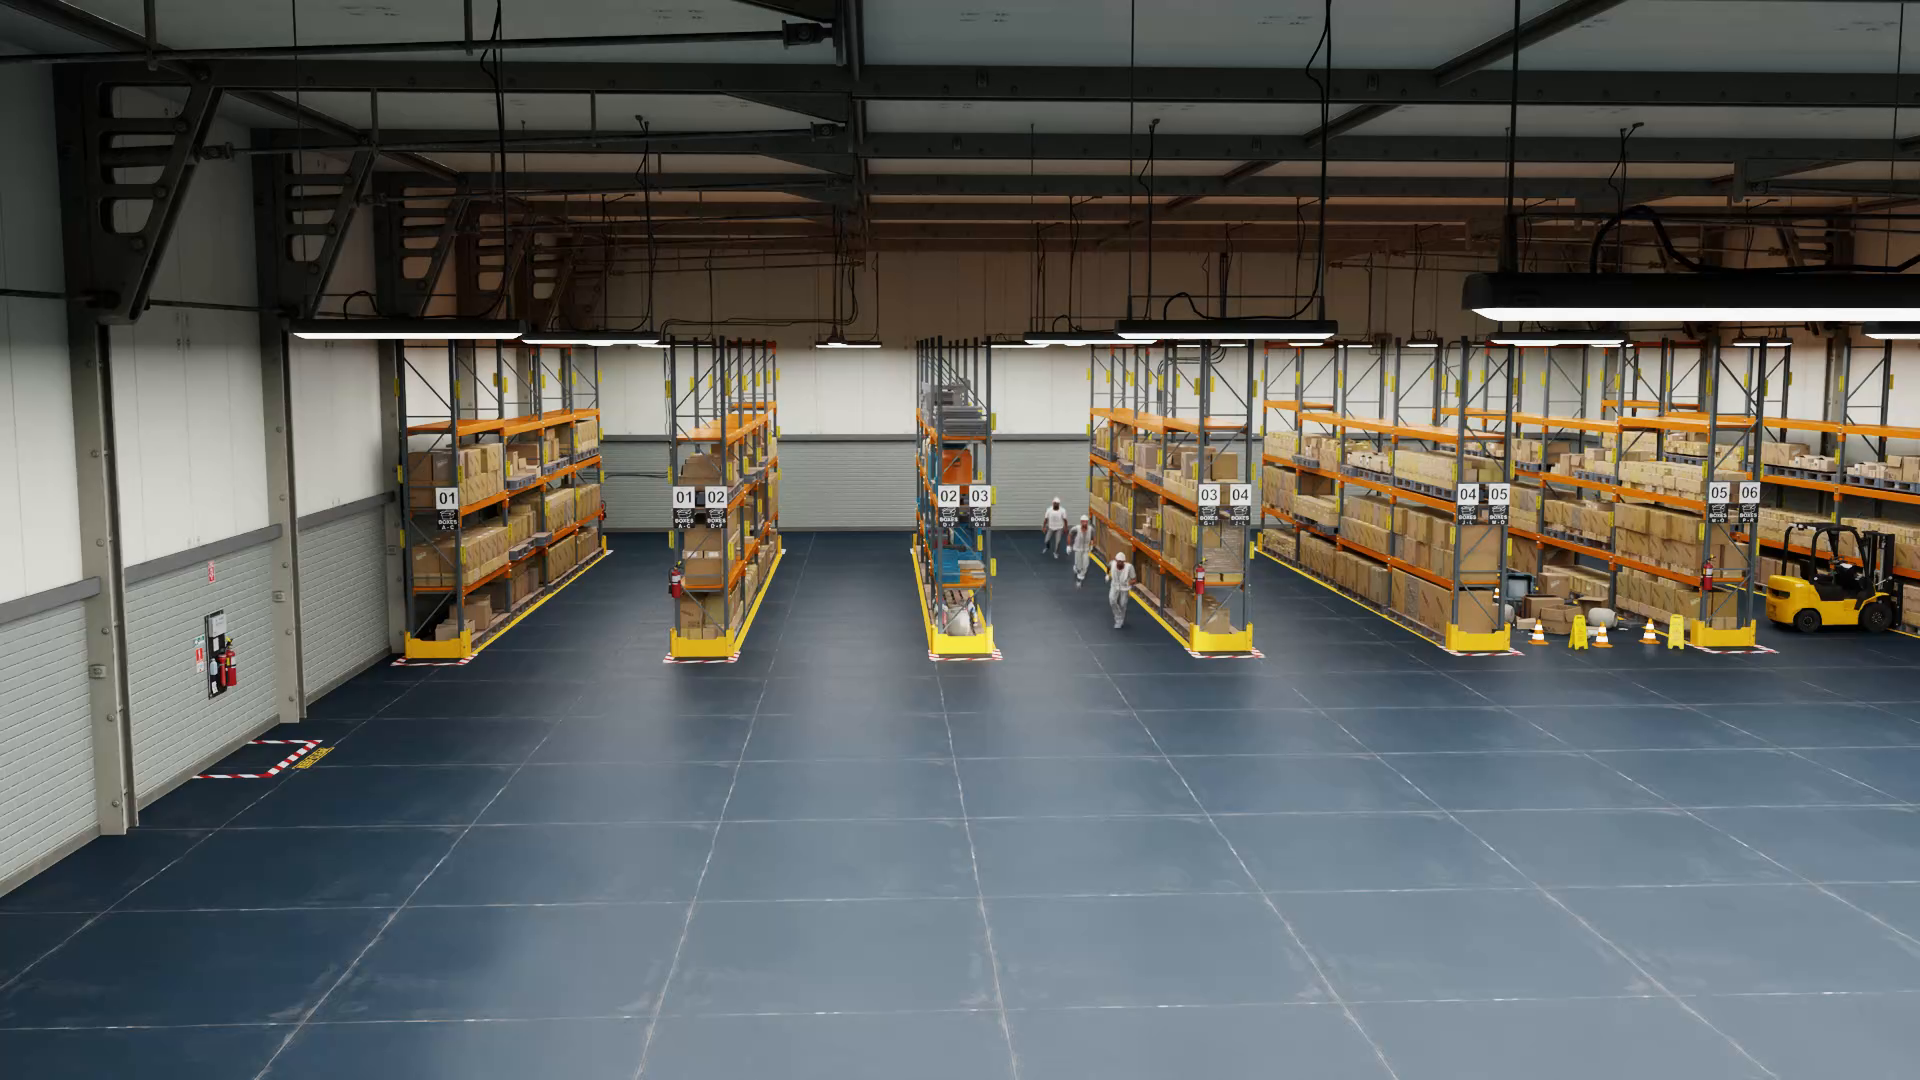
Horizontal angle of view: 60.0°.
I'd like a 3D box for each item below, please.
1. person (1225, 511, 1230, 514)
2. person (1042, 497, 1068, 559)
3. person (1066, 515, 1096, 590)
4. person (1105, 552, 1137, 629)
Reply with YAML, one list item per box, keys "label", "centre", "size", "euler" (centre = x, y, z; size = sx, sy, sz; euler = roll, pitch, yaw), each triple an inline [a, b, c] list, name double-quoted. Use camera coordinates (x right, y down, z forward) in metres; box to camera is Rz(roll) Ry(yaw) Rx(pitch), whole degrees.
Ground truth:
- label: "person"
  centre: [7.470, -0.375, 46.838]
  size: [0.621, 1.638, 0.777]
  euler: [1, 7, 7]
- label: "person"
  centre: [2.621, -0.341, 45.857]
  size: [0.786, 1.703, 0.660]
  euler: [2, 7, 13]
- label: "person"
  centre: [2.780, 0.265, 38.044]
  size: [0.646, 1.726, 0.716]
  euler: [-2, 7, -18]
- label: "person"
  centre: [3.330, 1.003, 34.403]
  size: [0.706, 1.589, 1.121]
  euler: [2, 7, 13]
